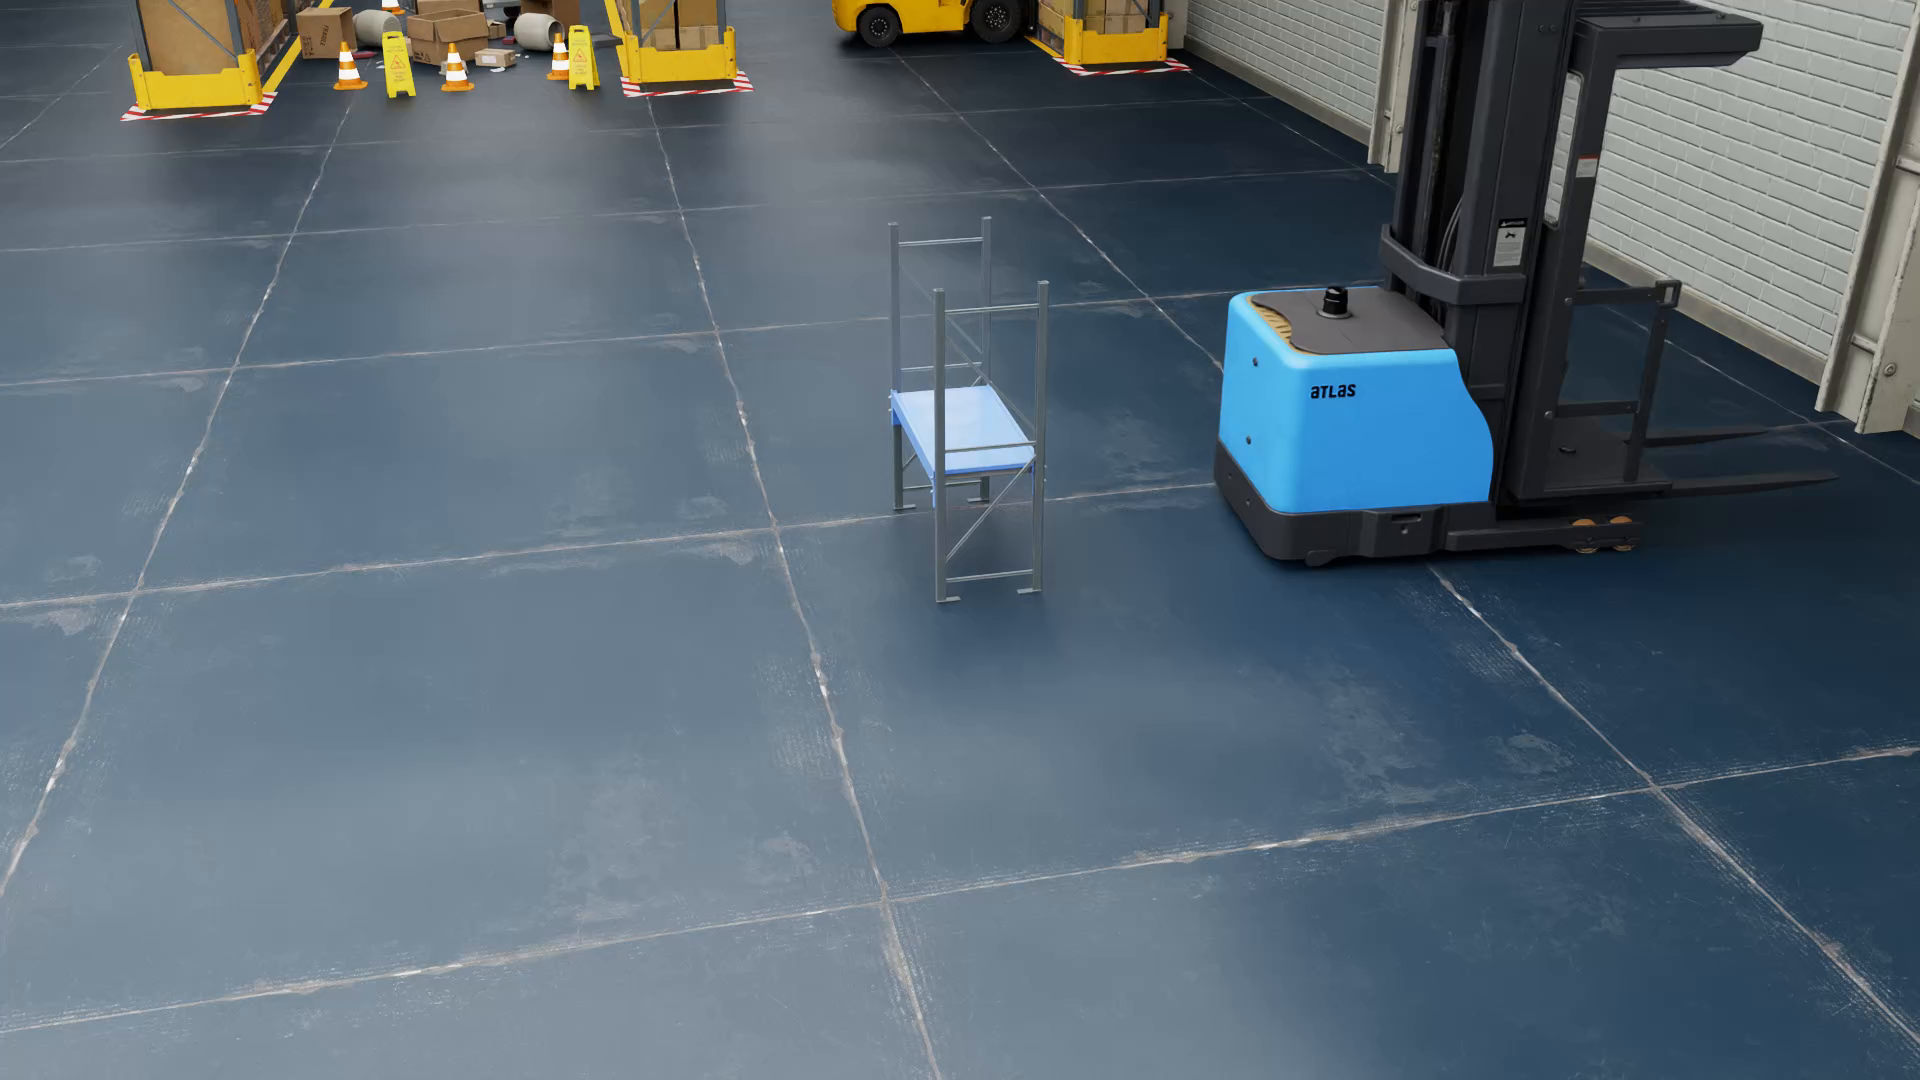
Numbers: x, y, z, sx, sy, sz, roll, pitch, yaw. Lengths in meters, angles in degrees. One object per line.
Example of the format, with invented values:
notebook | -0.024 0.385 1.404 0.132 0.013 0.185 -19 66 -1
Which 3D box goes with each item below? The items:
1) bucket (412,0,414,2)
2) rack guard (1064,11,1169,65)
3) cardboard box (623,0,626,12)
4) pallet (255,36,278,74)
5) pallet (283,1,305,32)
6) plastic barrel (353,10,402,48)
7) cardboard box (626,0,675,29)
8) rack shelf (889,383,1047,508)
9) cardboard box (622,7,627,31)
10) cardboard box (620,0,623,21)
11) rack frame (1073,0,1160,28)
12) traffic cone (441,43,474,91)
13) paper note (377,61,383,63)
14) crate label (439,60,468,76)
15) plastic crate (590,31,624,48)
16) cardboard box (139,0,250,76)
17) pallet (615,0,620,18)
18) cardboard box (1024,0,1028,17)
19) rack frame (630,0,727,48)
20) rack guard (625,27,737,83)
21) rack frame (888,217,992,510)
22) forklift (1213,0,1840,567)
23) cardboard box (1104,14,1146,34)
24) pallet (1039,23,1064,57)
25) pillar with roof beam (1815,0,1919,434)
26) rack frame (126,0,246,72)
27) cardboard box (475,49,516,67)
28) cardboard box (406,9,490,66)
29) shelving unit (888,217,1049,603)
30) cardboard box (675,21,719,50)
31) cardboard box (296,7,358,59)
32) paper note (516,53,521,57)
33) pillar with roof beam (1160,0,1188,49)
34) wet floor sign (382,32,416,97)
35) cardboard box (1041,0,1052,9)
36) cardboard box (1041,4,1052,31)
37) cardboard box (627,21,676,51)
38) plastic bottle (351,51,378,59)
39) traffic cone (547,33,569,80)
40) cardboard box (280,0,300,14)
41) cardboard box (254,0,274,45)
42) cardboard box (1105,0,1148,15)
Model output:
bucket | -6.466 -7.009 20.754 0.726 0.611 0.620 3 17 6
rack guard | 1.799 -5.788 19.162 1.175 0.500 0.348 -6 27 -12
cardboard box | -3.704 -6.479 19.512 0.500 0.500 0.500 -7 28 -13
pallet | -8.369 -5.494 18.901 1.003 0.211 1.213 -6 27 -12
pallet | -8.990 -6.704 21.297 1.003 0.211 1.213 -6 27 -12
plastic barrel | -6.993 -6.125 19.915 0.512 0.421 0.421 13 30 24
cardboard box | -3.476 -6.028 18.618 0.500 0.500 0.500 -6 27 -11
rack shelf | 0.019 -0.472 7.919 0.538 0.185 1.000 -6 27 -12
cardboard box | -3.718 -6.153 19.698 0.500 0.250 0.500 -7 28 -13
cardboard box | -3.942 -6.605 20.592 0.500 0.250 0.500 -4 27 -9
rack frame | 1.794 -6.914 18.620 1.000 3.000 0.127 -6 27 -12
traffic cone | -5.400 -5.072 17.785 0.336 0.463 0.334 -6 27 -12
paper note | -6.678 -5.500 19.135 0.032 0.001 0.123 8 28 15
crate label | -5.638 -5.265 18.530 0.250 0.136 0.298 -23 35 -38
plastic crate | -4.388 -6.089 20.224 0.402 0.080 0.583 -16 31 -29
cardboard box | -8.058 -5.391 17.495 0.875 0.875 0.875 -6 27 -11
pallet | -4.120 -7.261 22.402 1.003 0.211 1.213 -6 27 -12
cardboard box | 1.034 -6.714 20.808 0.500 0.250 0.500 -5 27 -10
rack frame | -3.041 -6.408 17.618 1.000 3.000 0.127 -6 27 -12
rack guard | -3.059 -5.326 18.247 1.175 0.500 0.348 -6 27 -12
rack frame | -0.095 -0.855 8.280 0.500 1.500 0.032 -6 27 -12
forklift | 2.891 -1.474 7.918 3.031 2.935 1.130 -4 27 -8
cardboard box | 1.874 -6.110 19.611 0.500 0.250 0.500 -6 27 -11
pallet | 1.581 -6.001 19.905 1.003 0.211 1.213 -6 27 -12
pillar with roof beam | 1.025 -4.284 6.751 9.100 9.000 0.400 -6 27 -12
rack frame | -7.841 -5.861 16.534 1.000 3.000 0.127 -6 27 -12
cardboard box | -5.305 -5.506 18.993 0.380 0.149 0.250 8 28 15
cardboard box | -5.904 -5.808 19.199 0.637 0.503 0.797 19 32 32
shelving unit | 0.019 -0.632 7.838 0.538 1.500 1.048 -6 27 -12
cardboard box | -2.954 -5.751 18.900 0.500 0.250 0.500 -6 27 -12
cardboard box | -7.393 -5.925 19.432 0.500 0.500 0.500 -1 27 -3
paper note | -5.239 -5.679 19.480 0.148 0.019 0.142 3 27 6
pillar with roof beam | -1.679 -9.552 17.189 9.100 9.000 0.400 -6 27 -12
wet floor sign | -5.906 -4.999 17.438 0.267 0.644 0.232 -11 29 -20
cardboard box | 1.277 -6.501 19.831 0.500 0.250 0.500 -6 27 -12
cardboard box | 1.277 -6.268 19.924 0.500 0.250 0.500 -6 27 -12
cardboard box | -3.491 -5.707 18.813 0.500 0.250 0.500 -6 27 -12
plastic bottle | -6.950 -5.660 19.395 0.283 0.061 0.133 -16 31 -29
traffic cone | -4.395 -5.334 18.304 0.336 0.463 0.334 -6 27 -12
cardboard box | -8.970 -7.064 20.947 1.050 0.750 0.750 -6 27 -12
cardboard box | -8.462 -6.178 19.053 0.875 0.875 0.875 -6 27 -11
cardboard box | 1.890 -6.325 19.483 0.500 0.250 0.500 -5 27 -11
